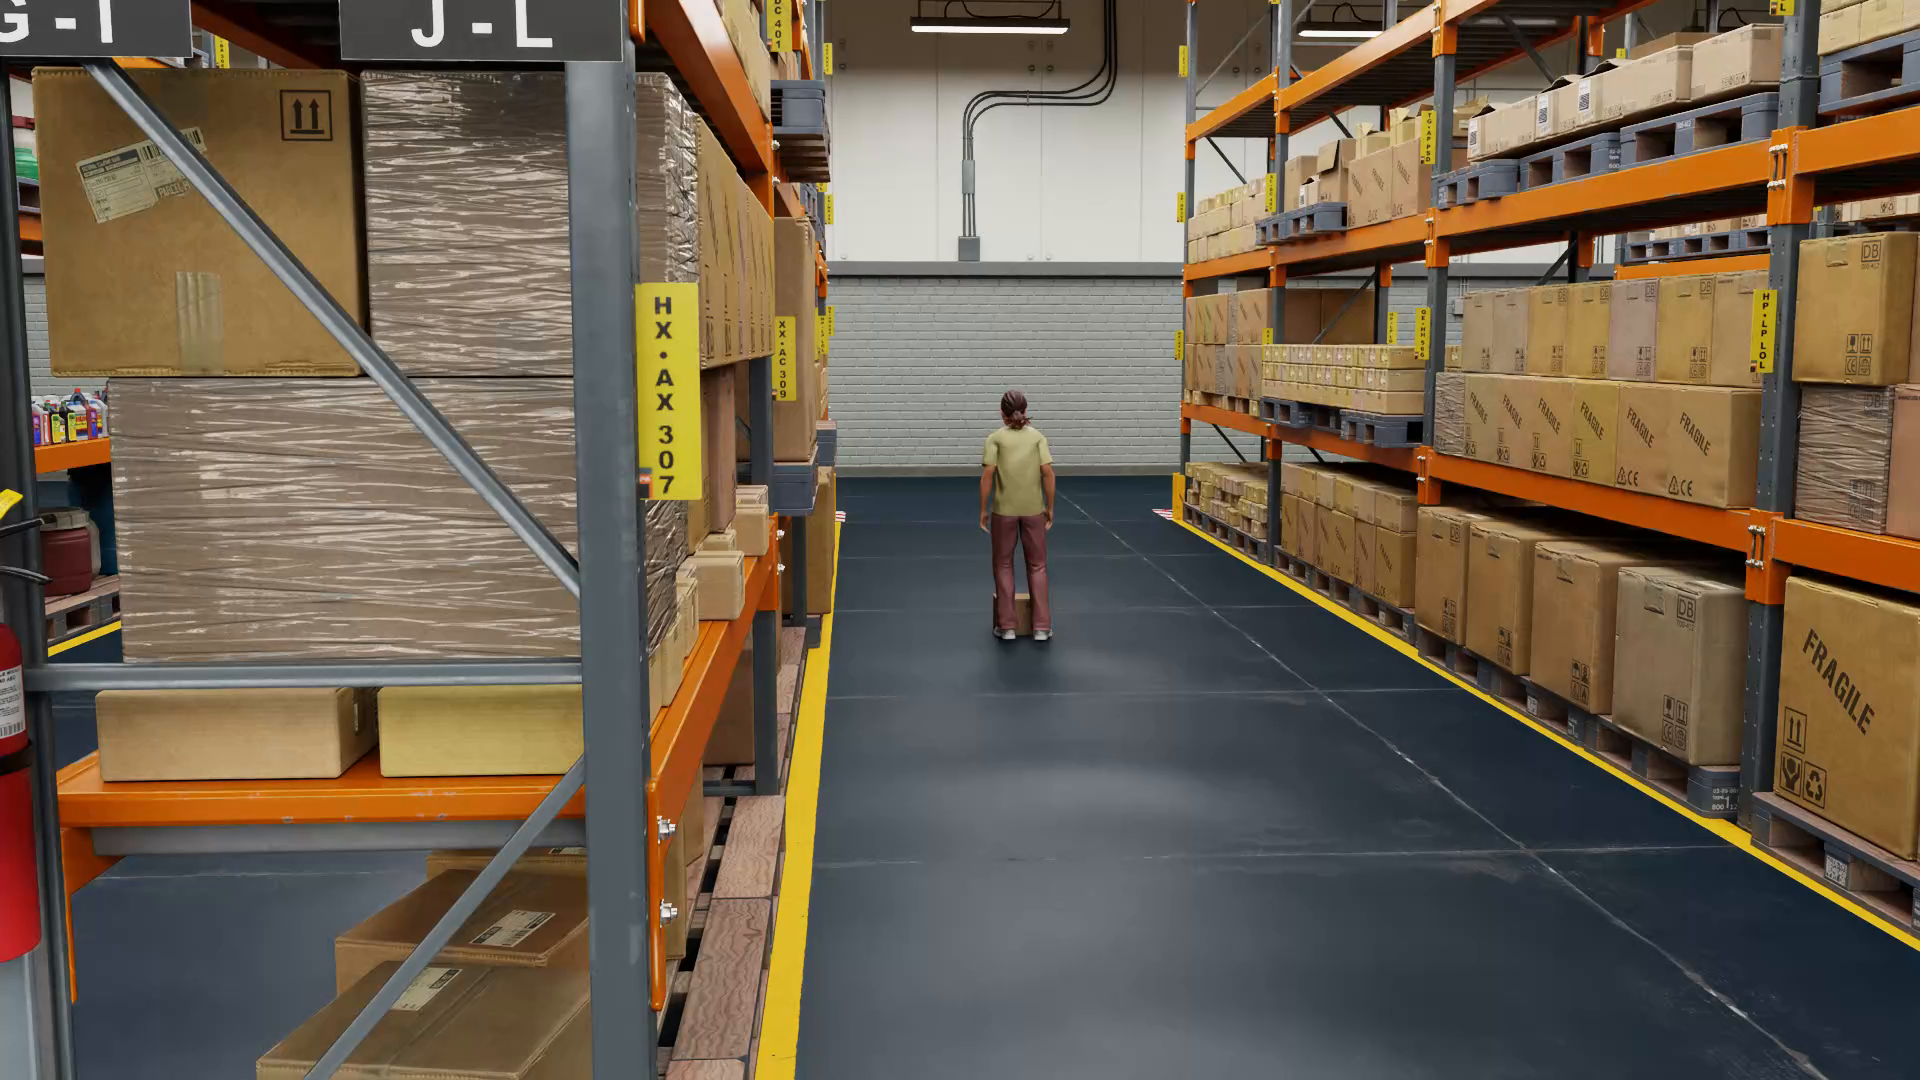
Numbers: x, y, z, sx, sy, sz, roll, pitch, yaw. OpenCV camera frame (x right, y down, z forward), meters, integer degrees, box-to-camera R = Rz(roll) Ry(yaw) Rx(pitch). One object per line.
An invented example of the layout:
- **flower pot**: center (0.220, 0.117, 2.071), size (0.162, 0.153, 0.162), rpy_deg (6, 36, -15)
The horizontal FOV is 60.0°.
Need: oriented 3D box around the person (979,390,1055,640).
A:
- **person**: center (0.380, -0.168, 11.136), size (0.519, 1.673, 0.408), rpy_deg (-1, 7, -6)
